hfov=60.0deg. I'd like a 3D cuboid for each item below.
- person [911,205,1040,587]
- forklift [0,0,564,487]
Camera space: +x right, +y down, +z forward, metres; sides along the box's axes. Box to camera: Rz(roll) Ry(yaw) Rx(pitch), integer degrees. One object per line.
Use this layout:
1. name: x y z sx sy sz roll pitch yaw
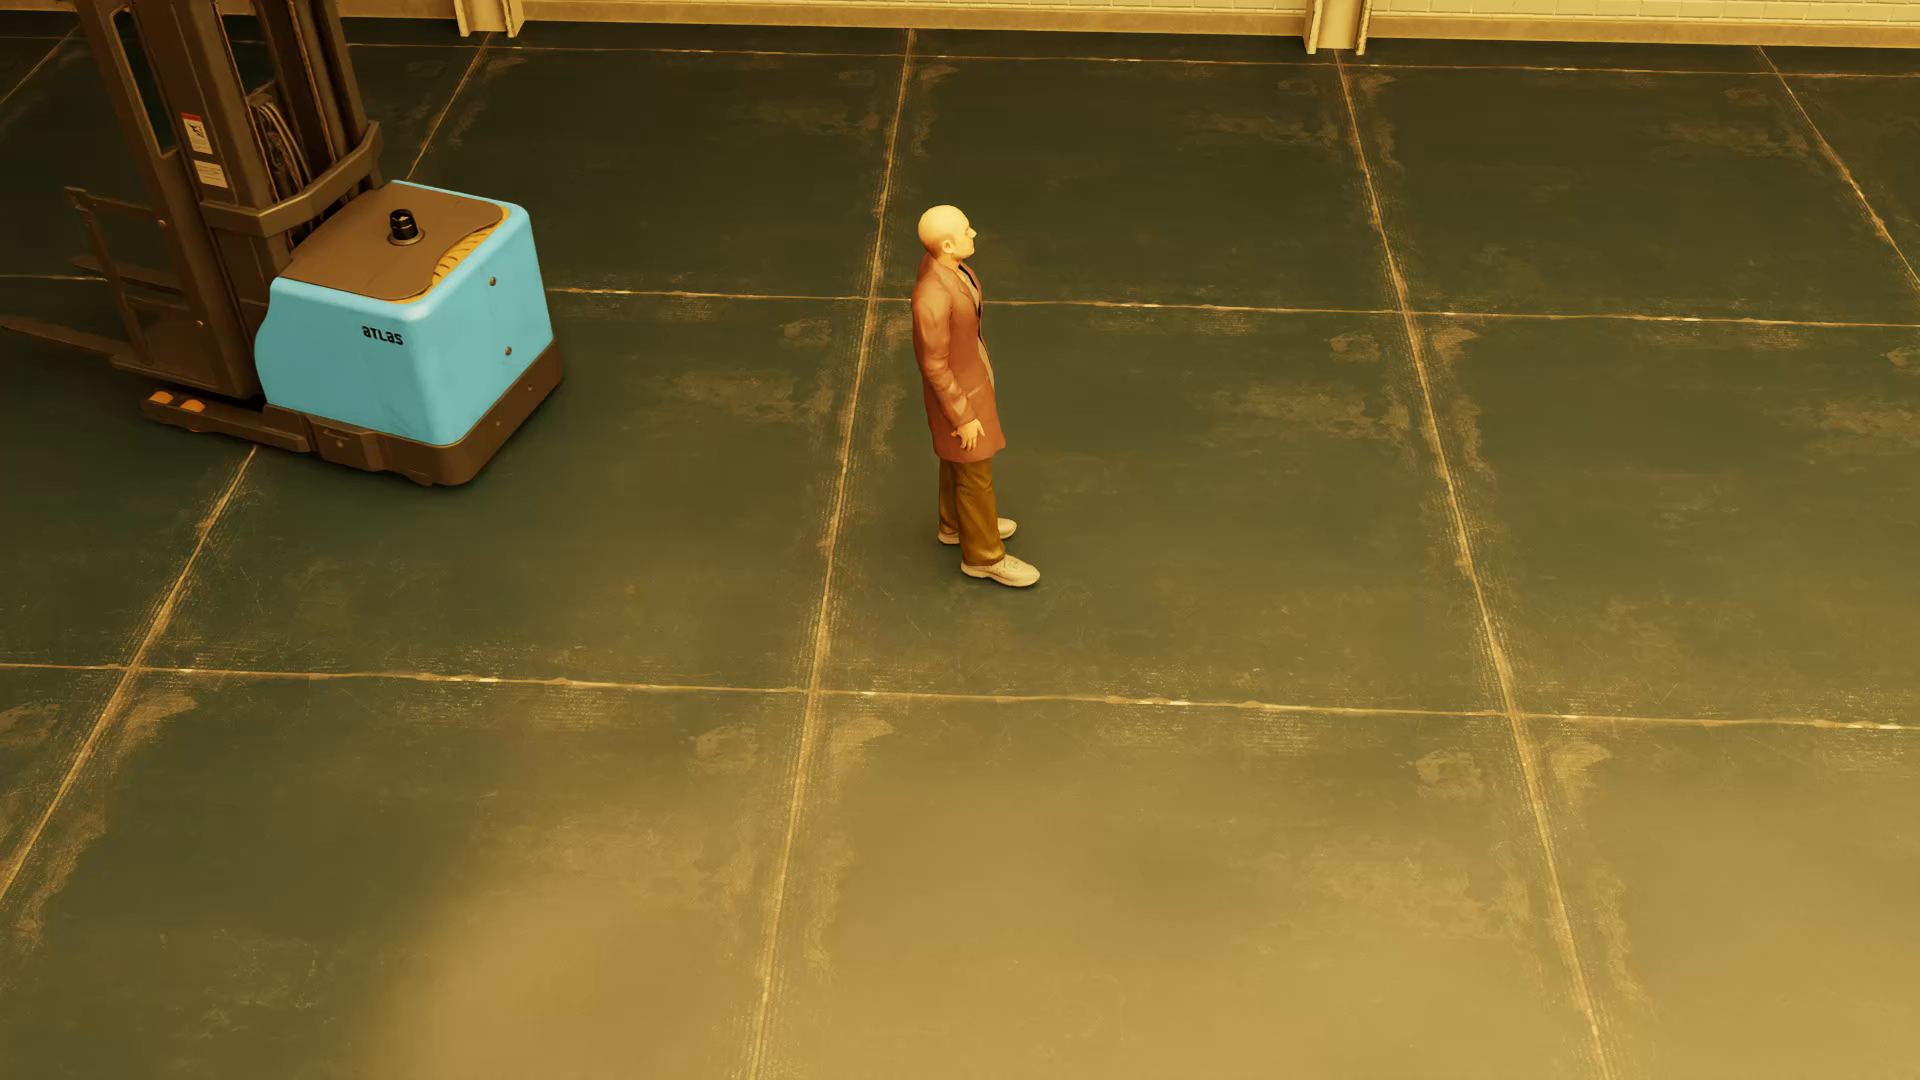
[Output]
1. person: 0.092 -0.656 7.306 0.579 1.777 0.696 2 42 2
2. forklift: -3.661 -1.954 7.883 3.031 2.935 1.130 14 44 15
